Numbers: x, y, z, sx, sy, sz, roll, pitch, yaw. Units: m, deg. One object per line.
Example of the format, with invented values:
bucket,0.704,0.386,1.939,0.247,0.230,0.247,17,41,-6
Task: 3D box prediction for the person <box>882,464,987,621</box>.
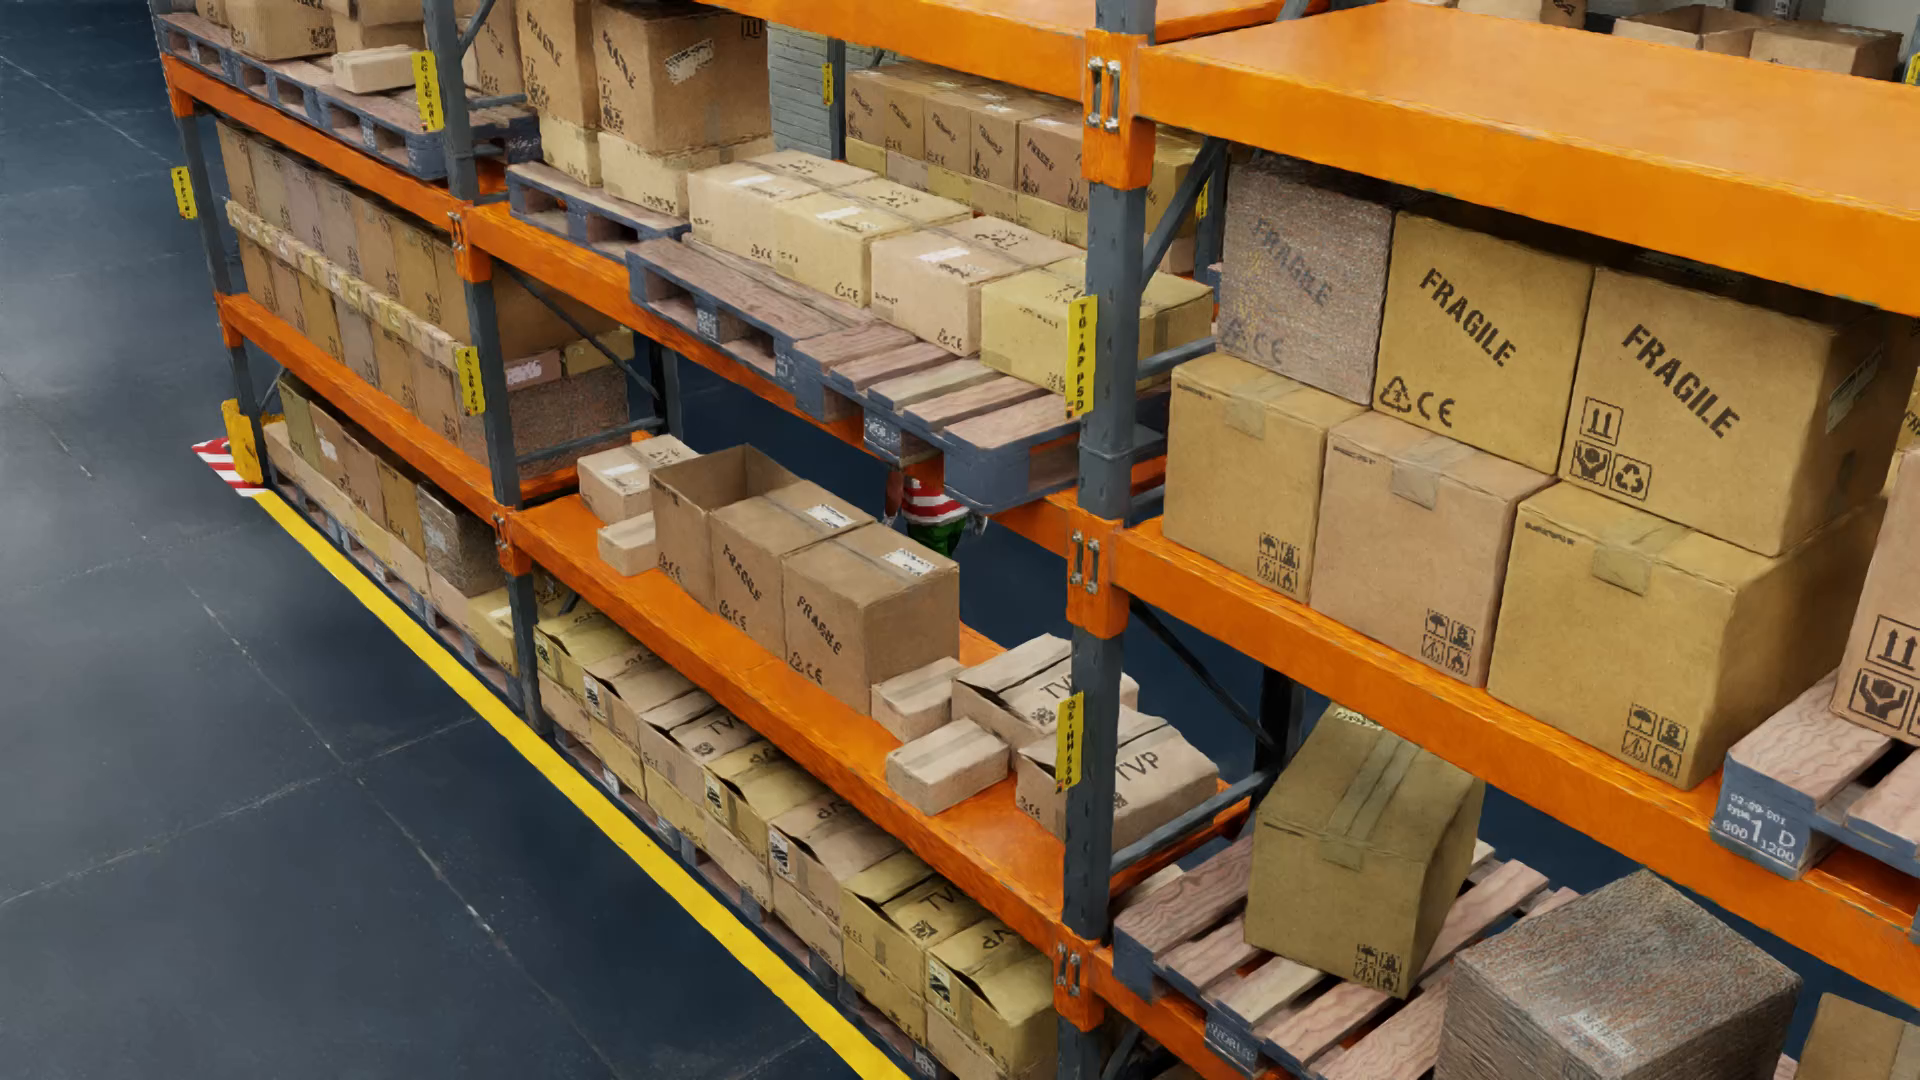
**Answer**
person,-0.202,-0.167,8.888,0.535,1.777,0.693,-22,35,-36
